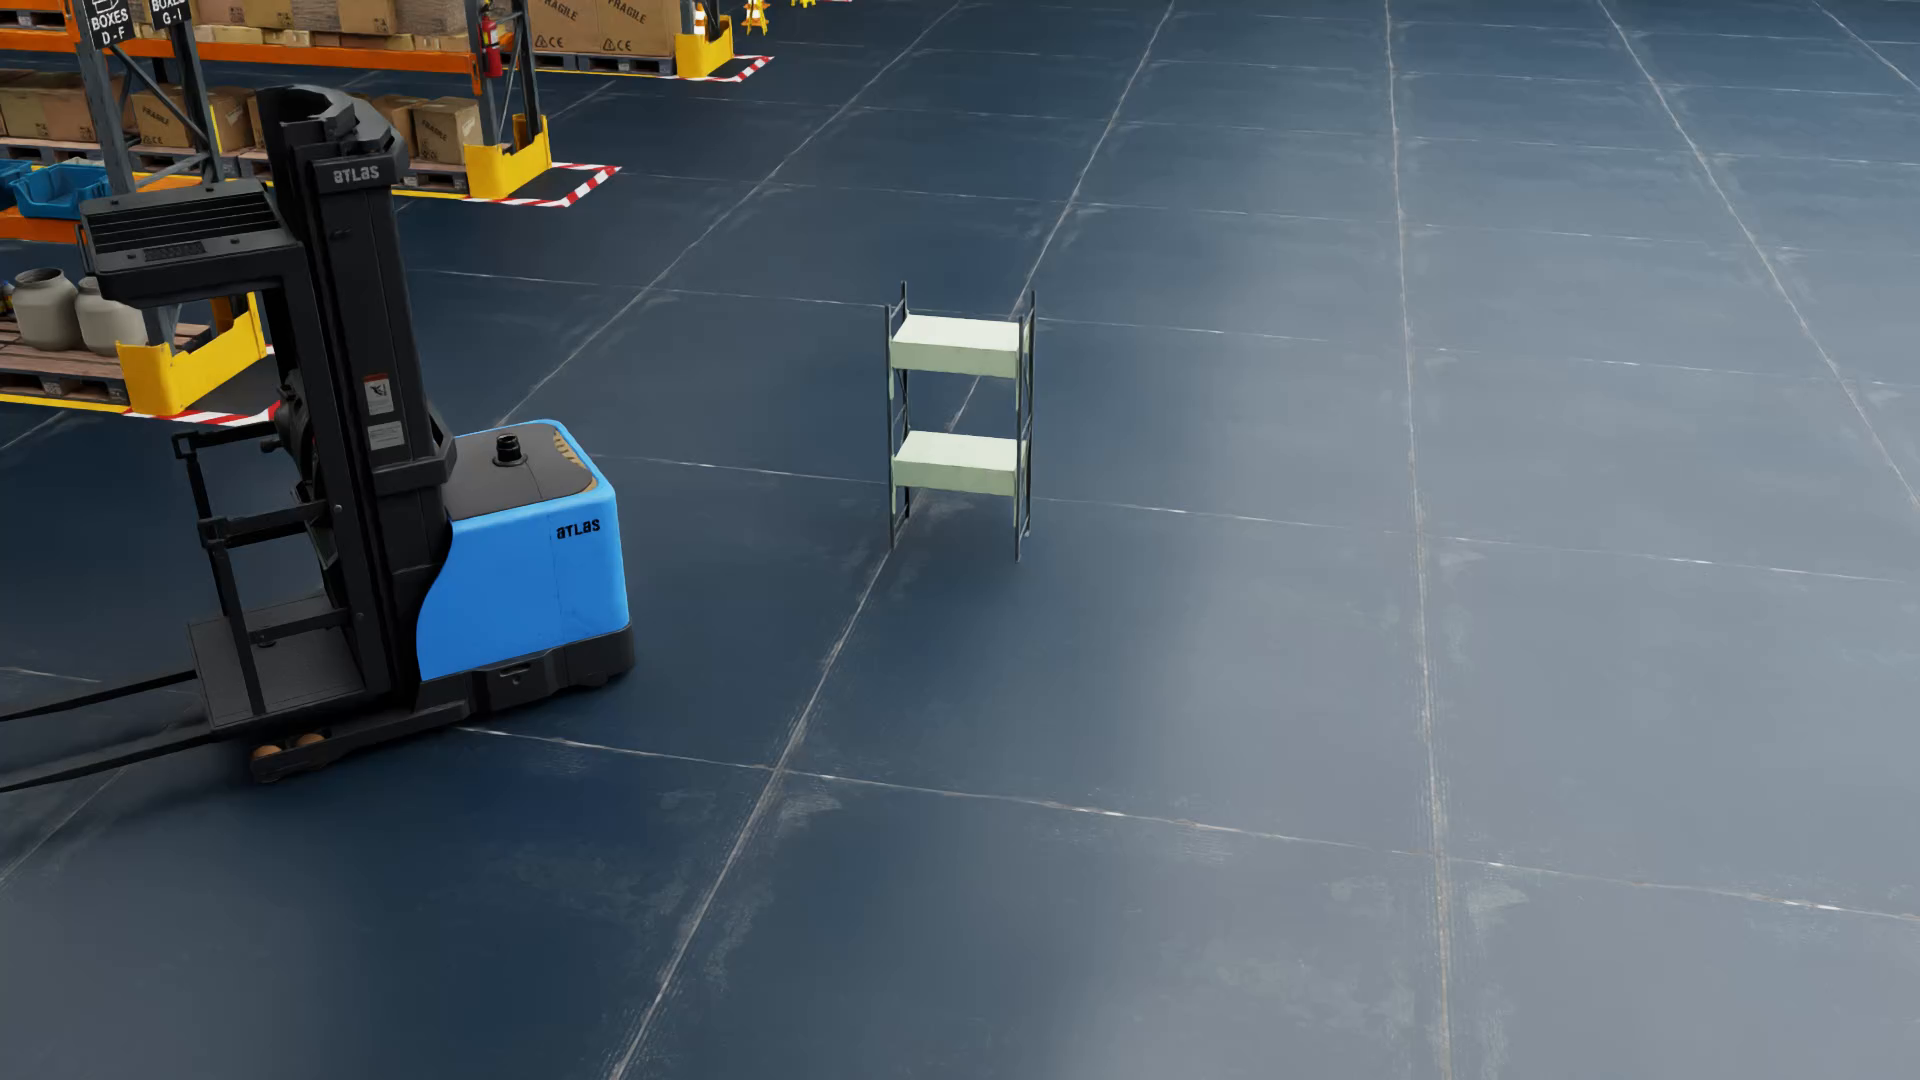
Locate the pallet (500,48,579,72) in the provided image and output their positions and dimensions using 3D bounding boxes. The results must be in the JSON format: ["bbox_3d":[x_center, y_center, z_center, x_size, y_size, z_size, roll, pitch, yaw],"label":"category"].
[{"bbox_3d":[-5.113,-6.045,20.571,1.213,0.211,1.003,6,29,11],"label":"pallet"}]

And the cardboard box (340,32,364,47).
[{"bbox_3d":[-5.558,-4.706,15.484,0.250,0.149,0.380,6,29,11],"label":"cardboard box"}]

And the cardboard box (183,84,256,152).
[{"bbox_3d":[-7.227,-4.158,16.387,0.500,0.500,0.500,16,32,26],"label":"cardboard box"}]

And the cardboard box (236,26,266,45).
[{"bbox_3d":[-6.554,-4.766,15.593,0.250,0.149,0.380,6,29,11],"label":"cardboard box"}]

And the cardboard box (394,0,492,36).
[{"bbox_3d":[-4.792,-5.024,15.390,0.500,0.500,0.875,6,29,11],"label":"cardboard box"}]

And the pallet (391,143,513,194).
[{"bbox_3d":[-5.121,-3.664,16.223,1.213,0.211,1.003,6,29,11],"label":"pallet"}]

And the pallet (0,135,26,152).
[{"bbox_3d":[-10.130,-4.158,17.126,1.213,0.211,1.003,6,29,11],"label":"pallet"}]

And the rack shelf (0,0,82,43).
[{"bbox_3d":[-7.250,-3.656,10.931,4.000,0.370,1.077,6,29,11],"label":"rack shelf"}]

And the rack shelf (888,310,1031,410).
[{"bbox_3d":[0.007,-1.000,9.201,0.720,0.370,0.431,6,29,11],"label":"rack shelf"}]

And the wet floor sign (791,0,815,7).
[{"bbox_3d":[-2.228,-7.881,23.474,0.232,0.644,0.267,17,33,28],"label":"wet floor sign"}]

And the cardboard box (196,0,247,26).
[{"bbox_3d":[-6.753,-5.214,15.735,0.500,0.500,0.875,6,29,11],"label":"cardboard box"}]

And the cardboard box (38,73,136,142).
[{"bbox_3d":[-8.767,-4.351,16.719,0.500,0.500,0.700,4,29,7],"label":"cardboard box"}]

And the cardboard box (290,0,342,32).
[{"bbox_3d":[-5.786,-5.088,15.507,0.500,0.500,0.875,6,29,11],"label":"cardboard box"}]

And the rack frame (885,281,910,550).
[{"bbox_3d":[-0.351,-0.694,9.456,0.023,1.500,0.400,6,29,11],"label":"rack frame"}]

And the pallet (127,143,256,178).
[{"bbox_3d":[-7.507,-3.909,16.670,1.213,0.211,1.003,6,29,11],"label":"pallet"}]

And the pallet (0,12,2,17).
[{"bbox_3d":[-10.139,-5.321,16.545,1.213,0.211,1.003,6,29,11],"label":"pallet"}]

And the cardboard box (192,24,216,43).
[{"bbox_3d":[-7.050,-4.802,15.659,0.250,0.149,0.380,6,29,11],"label":"cardboard box"}]

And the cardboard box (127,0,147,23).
[{"bbox_3d":[-7.744,-5.283,15.862,0.500,0.500,0.875,6,29,11],"label":"cardboard box"}]

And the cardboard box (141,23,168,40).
[{"bbox_3d":[-7.532,-4.867,15.777,0.250,0.149,0.380,6,29,11],"label":"cardboard box"}]

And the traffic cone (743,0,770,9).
[{"bbox_3d":[-2.880,-7.760,23.443,0.334,0.463,0.336,6,29,11],"label":"traffic cone"}]

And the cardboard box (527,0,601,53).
[{"bbox_3d":[-4.663,-6.477,20.233,0.875,0.875,0.875,5,29,10],"label":"cardboard box"}]

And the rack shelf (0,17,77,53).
[{"bbox_3d":[-10.127,-5.068,16.632,4.000,0.370,1.077,6,29,11],"label":"rack shelf"}]

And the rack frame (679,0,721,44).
[{"bbox_3d":[-3.125,-7.101,19.597,0.127,3.000,1.000,6,29,11],"label":"rack frame"}]

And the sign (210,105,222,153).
[{"bbox_3d":[-5.175,-2.835,11.517,0.005,0.325,0.100,6,29,11],"label":"sign"}]

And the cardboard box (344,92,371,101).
[{"bbox_3d":[-6.067,-4.056,16.200,0.500,0.500,0.500,9,30,15],"label":"cardboard box"}]

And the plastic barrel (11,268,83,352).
[{"bbox_3d":[-6.444,-1.629,11.755,0.421,0.512,0.421,0,29,0],"label":"plastic barrel"}]

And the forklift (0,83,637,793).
[{"bbox_3d":[-3.191,-0.454,7.528,3.031,2.935,1.130,-15,32,-25],"label":"forklift"}]

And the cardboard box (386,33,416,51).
[{"bbox_3d":[-5.081,-4.629,15.344,0.250,0.149,0.380,6,29,11],"label":"cardboard box"}]

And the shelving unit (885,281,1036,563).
[{"bbox_3d":[0.007,-0.657,9.389,0.755,1.500,0.431,6,29,11],"label":"shelving unit"}]

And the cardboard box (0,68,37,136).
[{"bbox_3d":[-9.777,-4.464,16.925,0.500,0.500,0.700,3,29,6],"label":"cardboard box"}]

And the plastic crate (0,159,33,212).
[{"bbox_3d":[-6.480,-2.368,11.107,0.408,0.251,0.499,6,29,11],"label":"plastic crate"}]

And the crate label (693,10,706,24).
[{"bbox_3d":[-3.561,-7.112,22.598,0.298,0.136,0.250,-9,30,-16],"label":"crate label"}]

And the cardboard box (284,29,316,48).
[{"bbox_3d":[-6.070,-4.704,15.481,0.250,0.149,0.380,6,29,11],"label":"cardboard box"}]

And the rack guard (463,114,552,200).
[{"bbox_3d":[-4.334,-3.693,15.975,0.348,0.500,1.175,6,29,11],"label":"rack guard"}]

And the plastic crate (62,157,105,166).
[{"bbox_3d":[-6.102,-2.581,11.615,0.250,0.136,0.298,6,29,11],"label":"plastic crate"}]

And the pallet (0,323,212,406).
[{"bbox_3d":[-6.171,-1.302,11.909,1.213,0.211,1.003,6,29,11],"label":"pallet"}]

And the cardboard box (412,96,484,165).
[{"bbox_3d":[-4.867,-3.940,15.989,0.500,0.500,0.500,11,31,20],"label":"cardboard box"}]

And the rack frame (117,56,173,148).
[{"bbox_3d":[-8.171,-5.183,16.093,0.127,3.000,1.000,6,29,11],"label":"rack frame"}]

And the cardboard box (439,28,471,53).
[{"bbox_3d":[-4.581,-4.603,15.296,0.250,0.149,0.380,6,29,11],"label":"cardboard box"}]

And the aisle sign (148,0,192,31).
[{"bbox_3d":[-5.162,-3.726,10.726,0.004,0.787,0.394,6,29,11],"label":"aisle sign"}]

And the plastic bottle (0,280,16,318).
[{"bbox_3d":[-7.002,-1.780,12.261,0.097,0.271,0.097,0,29,0],"label":"plastic bottle"}]
